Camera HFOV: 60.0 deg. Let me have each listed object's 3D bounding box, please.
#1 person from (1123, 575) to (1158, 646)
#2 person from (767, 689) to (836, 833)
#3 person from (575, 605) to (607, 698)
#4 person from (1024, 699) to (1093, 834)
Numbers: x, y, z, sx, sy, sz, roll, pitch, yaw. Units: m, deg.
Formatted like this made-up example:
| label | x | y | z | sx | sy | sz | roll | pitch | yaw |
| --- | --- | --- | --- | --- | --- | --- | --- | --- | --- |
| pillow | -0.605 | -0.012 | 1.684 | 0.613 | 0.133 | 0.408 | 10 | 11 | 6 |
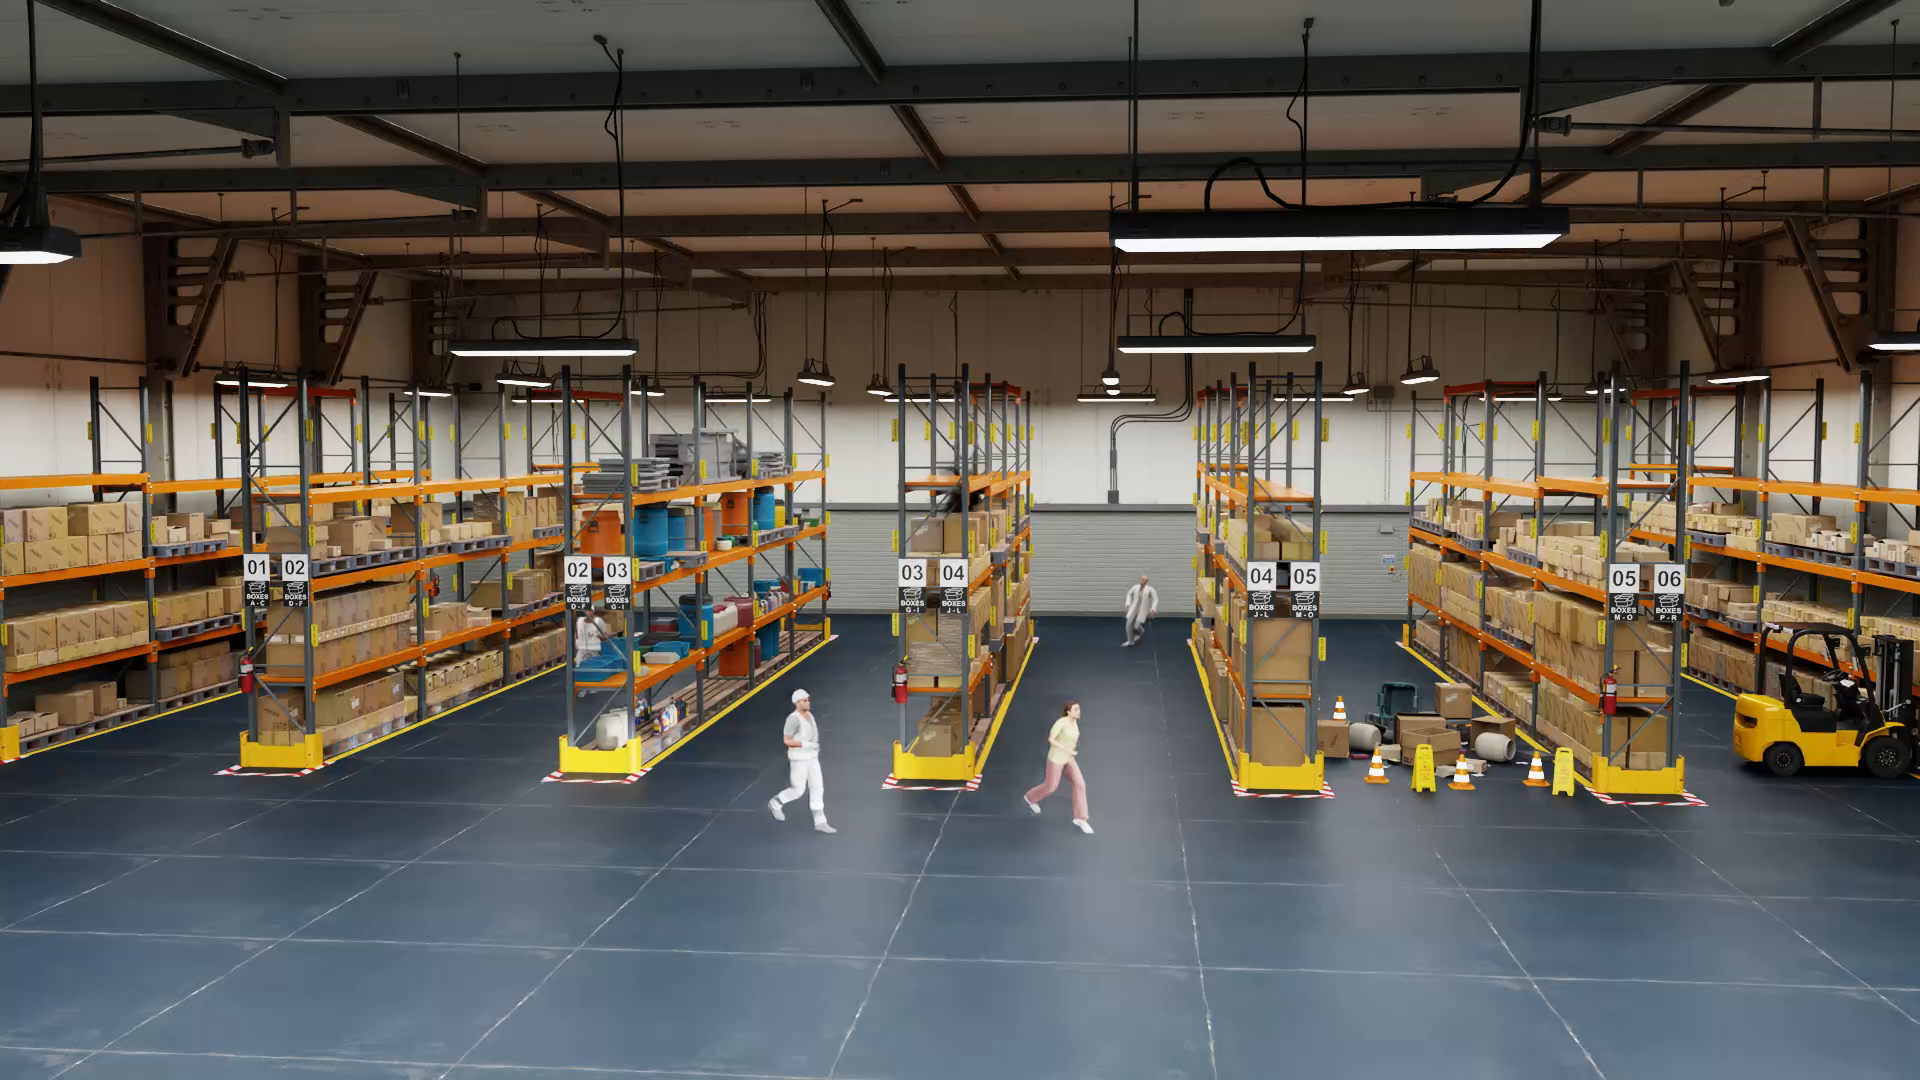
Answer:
| label | x | y | z | sx | sy | sz | roll | pitch | yaw |
| --- | --- | --- | --- | --- | --- | --- | --- | --- | --- |
| person | 4.275 | 1.661 | 39.156 | 0.766 | 1.674 | 0.619 | 2 | 4 | 26 |
| person | -1.983 | 2.759 | 20.854 | 0.977 | 1.782 | 0.658 | 2 | 4 | 29 |
| person | -7.029 | 2.105 | 31.589 | 0.667 | 1.802 | 0.752 | 0 | 4 | 3 |
| person | 1.253 | 2.830 | 21.119 | 1.095 | 1.660 | 0.582 | 3 | 5 | 43 |
